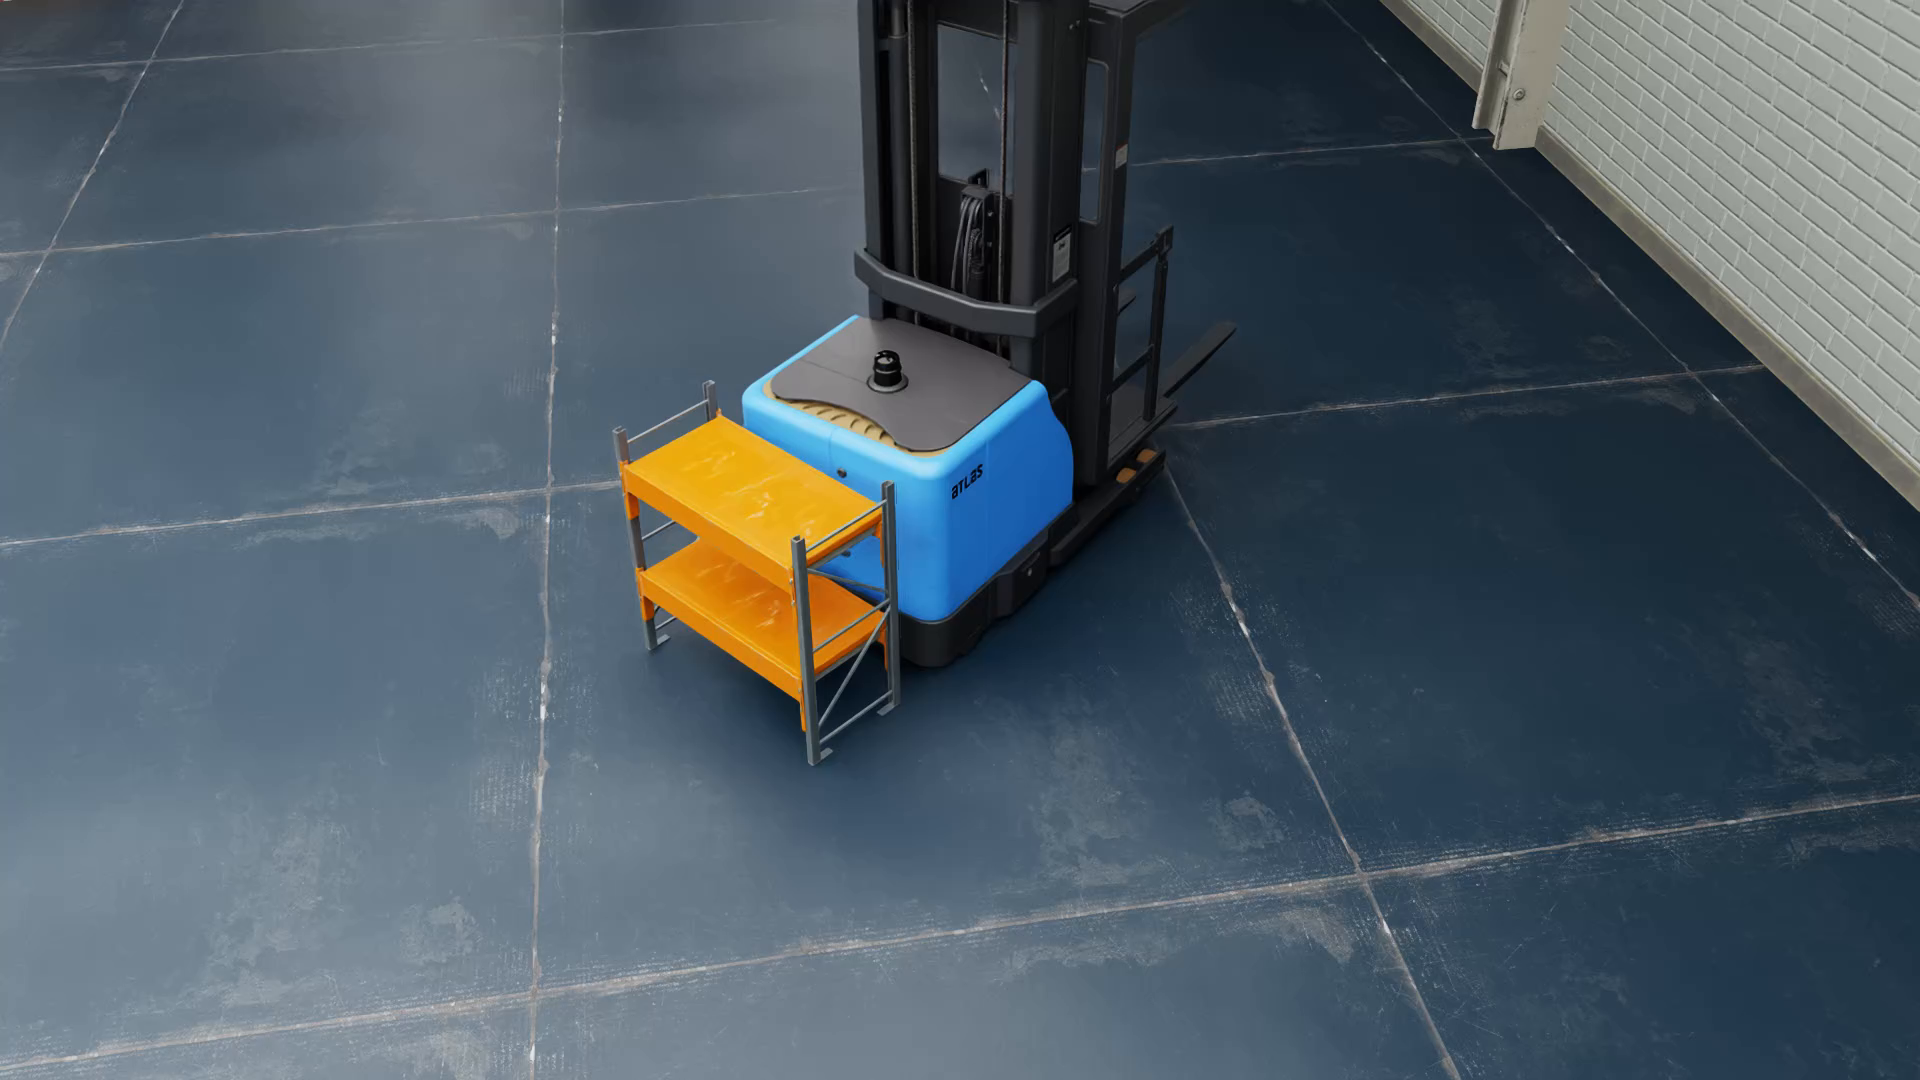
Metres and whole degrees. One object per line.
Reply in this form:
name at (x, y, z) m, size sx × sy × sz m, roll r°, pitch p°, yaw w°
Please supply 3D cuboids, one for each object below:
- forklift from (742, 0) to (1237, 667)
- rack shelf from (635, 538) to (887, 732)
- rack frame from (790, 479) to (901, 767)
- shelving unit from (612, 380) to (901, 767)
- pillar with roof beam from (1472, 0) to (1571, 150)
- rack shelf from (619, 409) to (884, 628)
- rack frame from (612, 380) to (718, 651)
forklift at (0.342, -1.489, 7.278) m, size 1.130 × 2.935 × 3.031 m, roll 23°, pitch 43°, yaw 27°
rack shelf at (-0.798, 0.317, 6.824) m, size 1.000 × 0.278 × 0.538 m, roll 29°, pitch 47°, yaw 32°
rack frame at (-0.424, 0.335, 6.402) m, size 0.032 × 1.125 × 0.500 m, roll 29°, pitch 47°, yaw 32°
shelving unit at (-0.798, 0.124, 6.674) m, size 1.048 × 1.125 × 0.538 m, roll 29°, pitch 47°, yaw 32°
pillar with roof beam at (-0.543, -5.832, 7.922) m, size 9.100 × 9.000 × 0.400 m, roll -6°, pitch 38°, yaw -8°
rack shelf at (-0.798, -0.107, 6.494) m, size 1.000 × 0.278 × 0.538 m, roll 29°, pitch 47°, yaw 32°
rack frame at (-1.172, -0.087, 6.945) m, size 0.032 × 1.125 × 0.500 m, roll 29°, pitch 47°, yaw 32°
